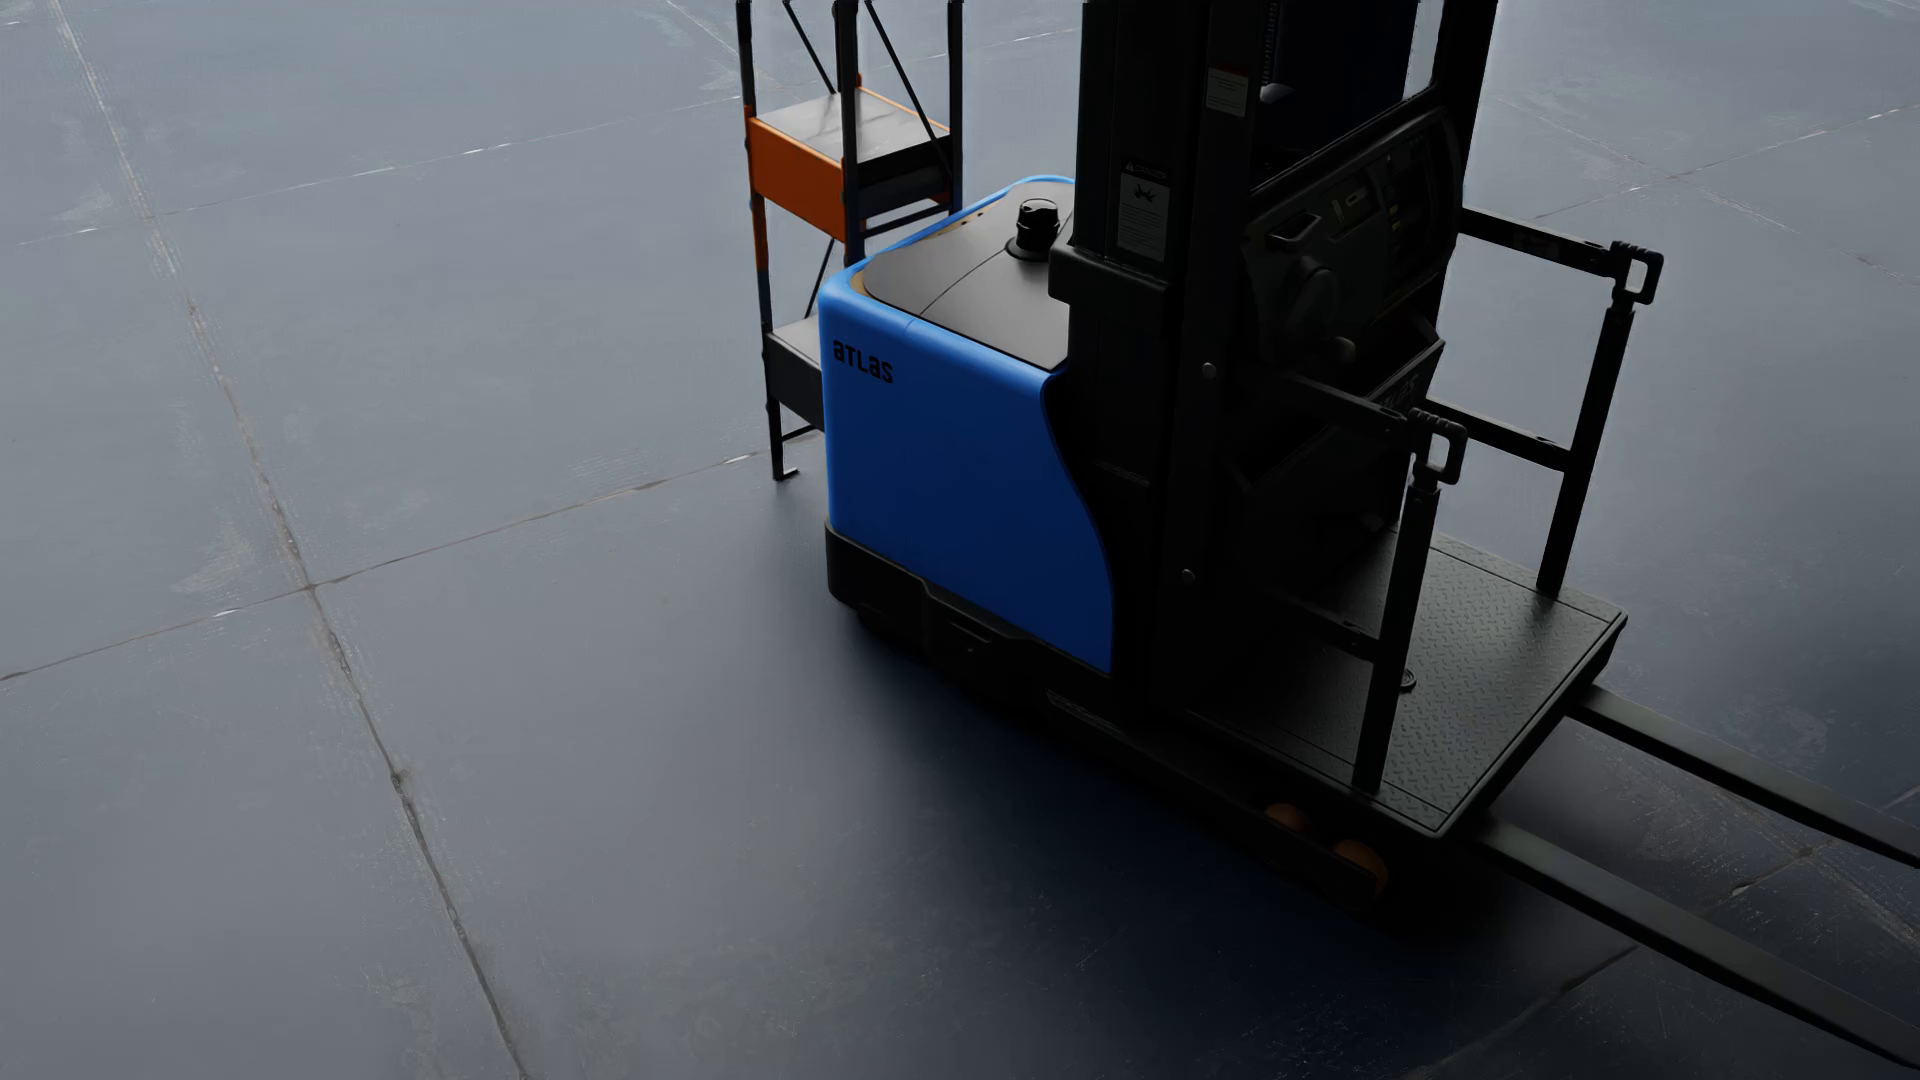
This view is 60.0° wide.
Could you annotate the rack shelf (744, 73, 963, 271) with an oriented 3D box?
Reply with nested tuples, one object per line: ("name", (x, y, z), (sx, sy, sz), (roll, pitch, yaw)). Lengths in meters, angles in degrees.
("rack shelf", (-0.307, -0.999, 4.860), (0.431, 0.518, 0.480), (-26, 43, -31))

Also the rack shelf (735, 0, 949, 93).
("rack shelf", (-0.307, -1.564, 4.448), (0.431, 0.518, 0.480), (-26, 43, -31))

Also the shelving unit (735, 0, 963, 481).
("shelving unit", (-0.307, -1.010, 4.852), (0.431, 2.100, 0.503), (-26, 43, -31))

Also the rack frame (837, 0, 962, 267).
("rack frame", (-0.153, -0.898, 4.700), (0.400, 2.100, 0.015), (-26, 43, -31))

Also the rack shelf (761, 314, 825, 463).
("rack shelf", (-0.307, -0.433, 5.273), (0.431, 0.518, 0.480), (-26, 43, -31))

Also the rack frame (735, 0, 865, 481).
("rack frame", (-0.462, -1.121, 5.005), (0.400, 2.100, 0.015), (-26, 43, -31))

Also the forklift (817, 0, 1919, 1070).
("forklift", (1.057, -0.645, 3.648), (3.031, 2.935, 1.130), (27, 44, 32))
